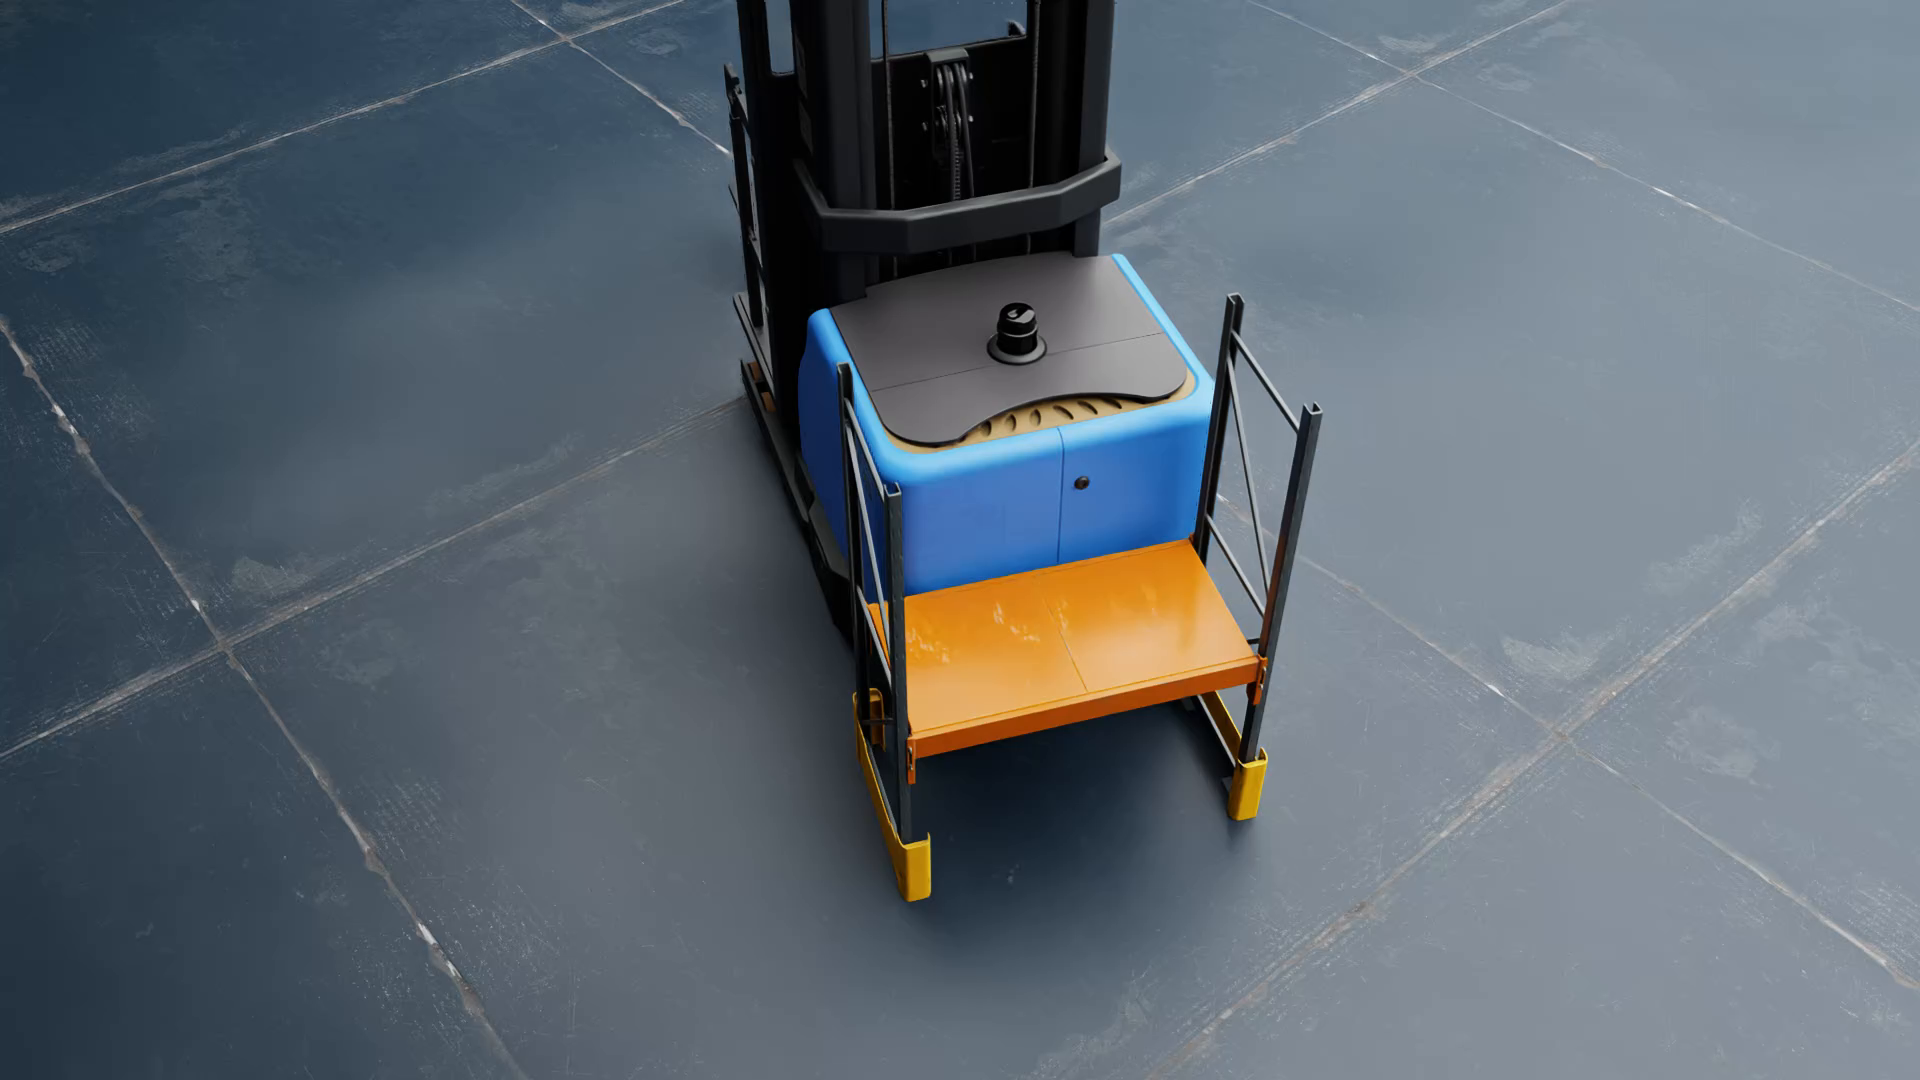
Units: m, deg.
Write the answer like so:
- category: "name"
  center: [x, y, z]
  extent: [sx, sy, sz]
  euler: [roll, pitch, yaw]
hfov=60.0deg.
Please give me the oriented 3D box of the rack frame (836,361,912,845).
- category: "rack frame"
  center: [-0.215, 0.278, 4.354]
  extent: [0.032, 1.500, 0.500]
  euler: [-11, 45, -12]

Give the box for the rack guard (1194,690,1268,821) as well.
- category: "rack guard"
  center: [0.757, 0.534, 4.995]
  extent: [0.087, 0.250, 0.587]
  euler: [-11, 45, -12]

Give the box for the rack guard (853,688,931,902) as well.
- category: "rack guard"
  center: [-0.198, 0.726, 4.790]
  extent: [0.087, 0.250, 0.587]
  euler: [-11, 45, -12]

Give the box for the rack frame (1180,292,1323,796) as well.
- category: "rack frame"
  center: [0.760, 0.082, 4.563]
  extent: [0.032, 1.500, 0.500]
  euler: [-11, 45, -12]

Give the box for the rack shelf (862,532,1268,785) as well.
- category: "rack shelf"
  center: [0.272, 0.310, 4.583]
  extent: [1.000, 0.185, 0.538]
  euler: [-11, 45, -12]

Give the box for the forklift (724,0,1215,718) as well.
- category: "forklift"
  center: [-0.187, -1.534, 5.242]
  extent: [1.130, 2.935, 3.031]
  euler: [-13, 45, -13]

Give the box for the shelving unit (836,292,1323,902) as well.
- category: "shelving unit"
  center: [0.281, 0.179, 4.460]
  extent: [1.083, 1.500, 0.587]
  euler: [-11, 45, -12]
